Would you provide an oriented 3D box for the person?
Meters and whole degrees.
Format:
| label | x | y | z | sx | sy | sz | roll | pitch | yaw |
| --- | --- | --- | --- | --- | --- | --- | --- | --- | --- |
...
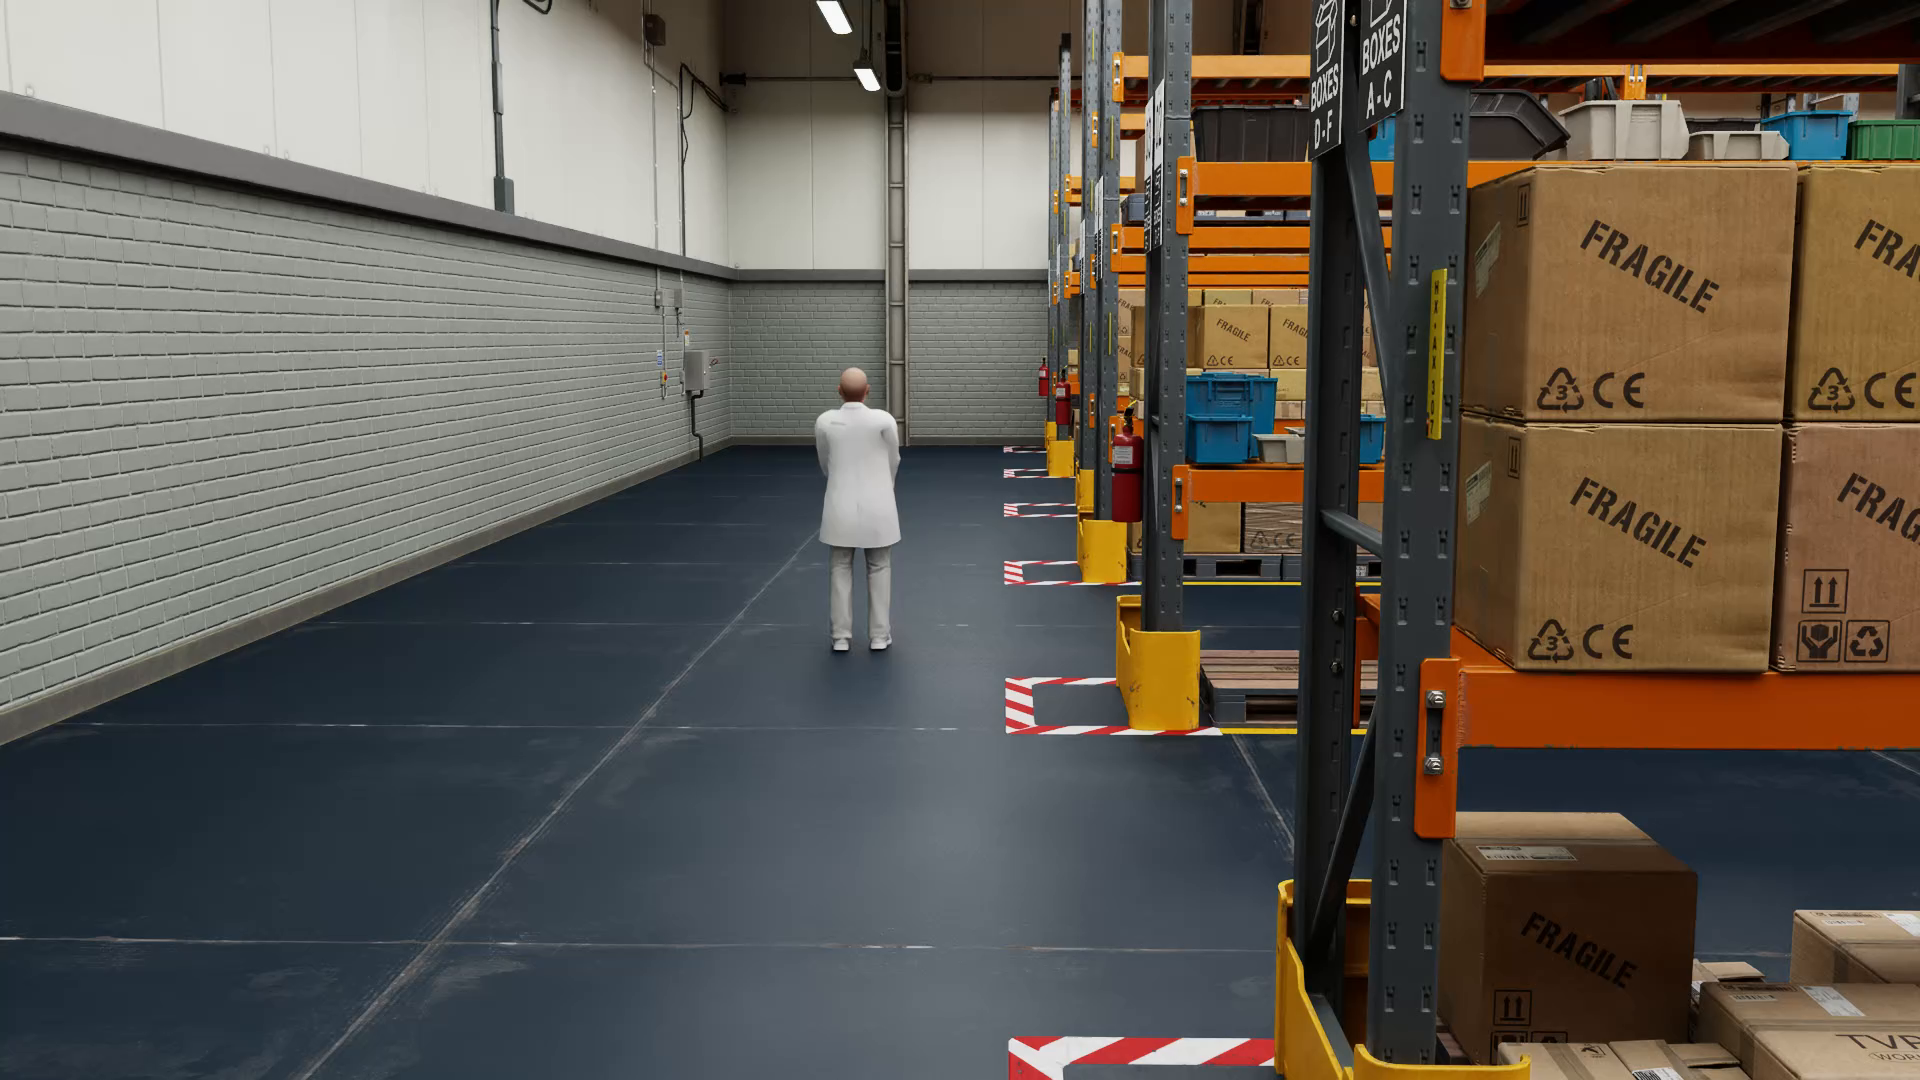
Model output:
| label | x | y | z | sx | sy | sz | roll | pitch | yaw |
| --- | --- | --- | --- | --- | --- | --- | --- | --- | --- |
| person | -0.635 | -0.206 | 10.501 | 0.527 | 1.769 | 0.562 | 0 | 7 | 1 |
